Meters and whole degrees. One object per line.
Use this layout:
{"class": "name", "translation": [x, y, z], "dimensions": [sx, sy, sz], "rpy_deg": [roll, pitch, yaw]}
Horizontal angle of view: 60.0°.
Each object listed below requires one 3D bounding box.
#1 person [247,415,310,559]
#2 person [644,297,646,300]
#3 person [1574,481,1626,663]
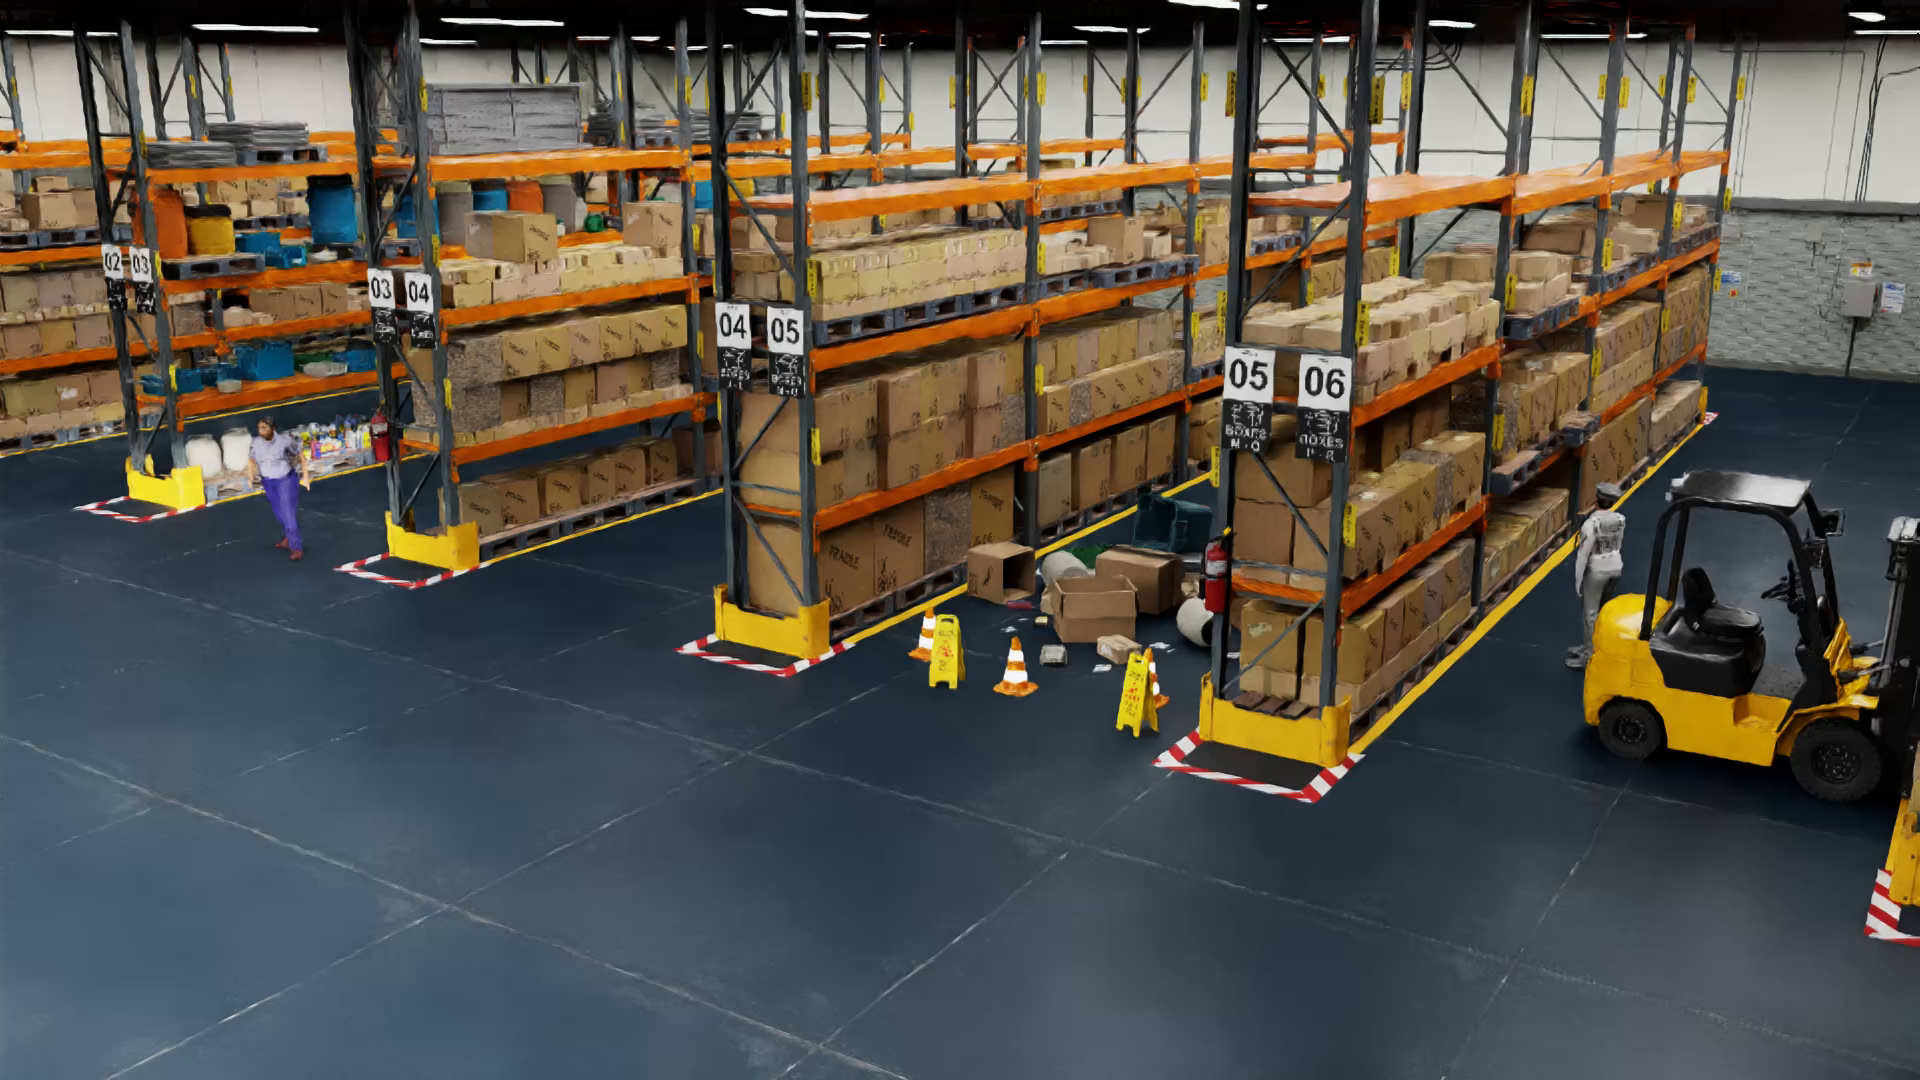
{"class": "person", "translation": [-7.540, -0.630, 18.516], "dimensions": [0.662, 1.589, 0.782], "rpy_deg": [4, 16, 13]}
{"class": "person", "translation": [-6.058, -4.177, 30.912], "dimensions": [0.702, 1.669, 0.548], "rpy_deg": [9, 18, 30]}
{"class": "person", "translation": [5.718, 0.279, 14.925], "dimensions": [0.525, 1.603, 0.366], "rpy_deg": [-8, 17, -25]}
